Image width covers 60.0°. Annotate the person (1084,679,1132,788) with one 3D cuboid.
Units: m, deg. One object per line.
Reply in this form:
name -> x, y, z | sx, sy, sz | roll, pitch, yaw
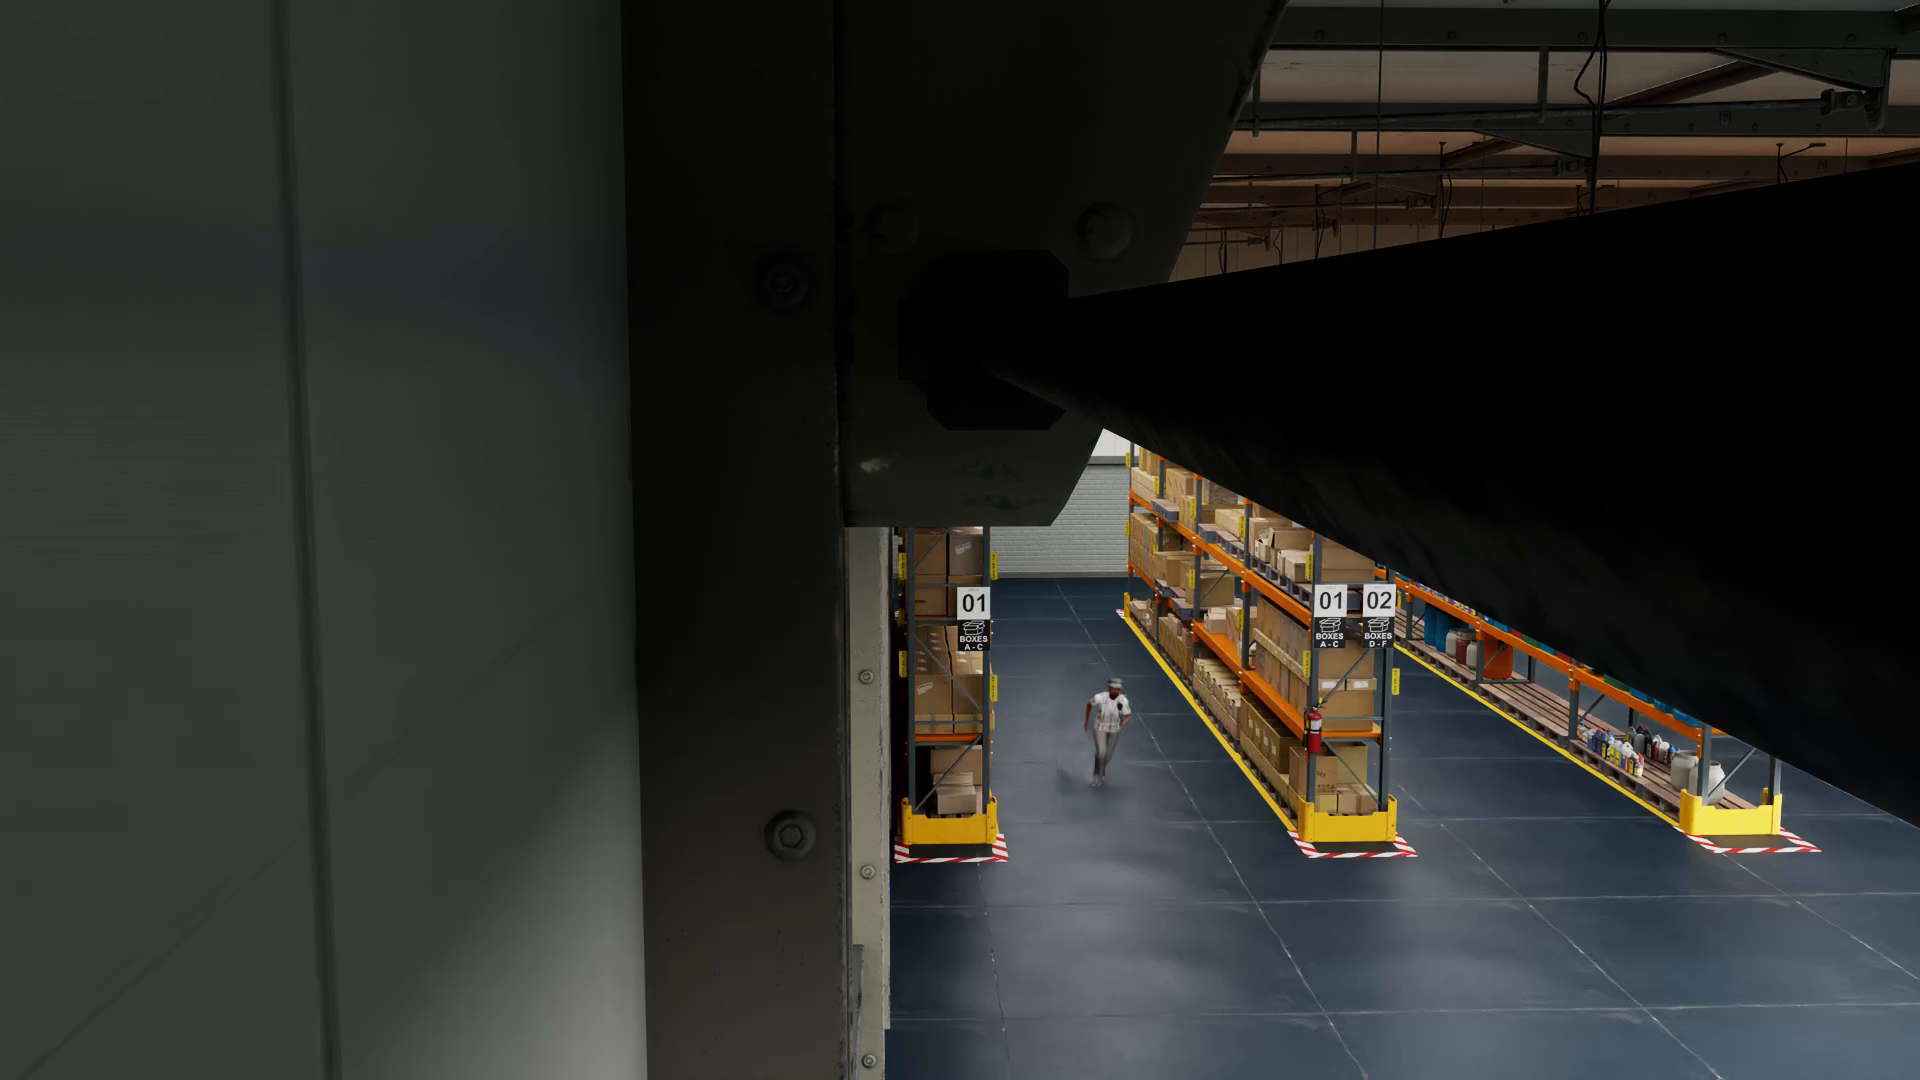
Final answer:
person -> 2.041, 2.629, 22.917 | 0.579, 1.562, 0.925 | -2, 8, -14
